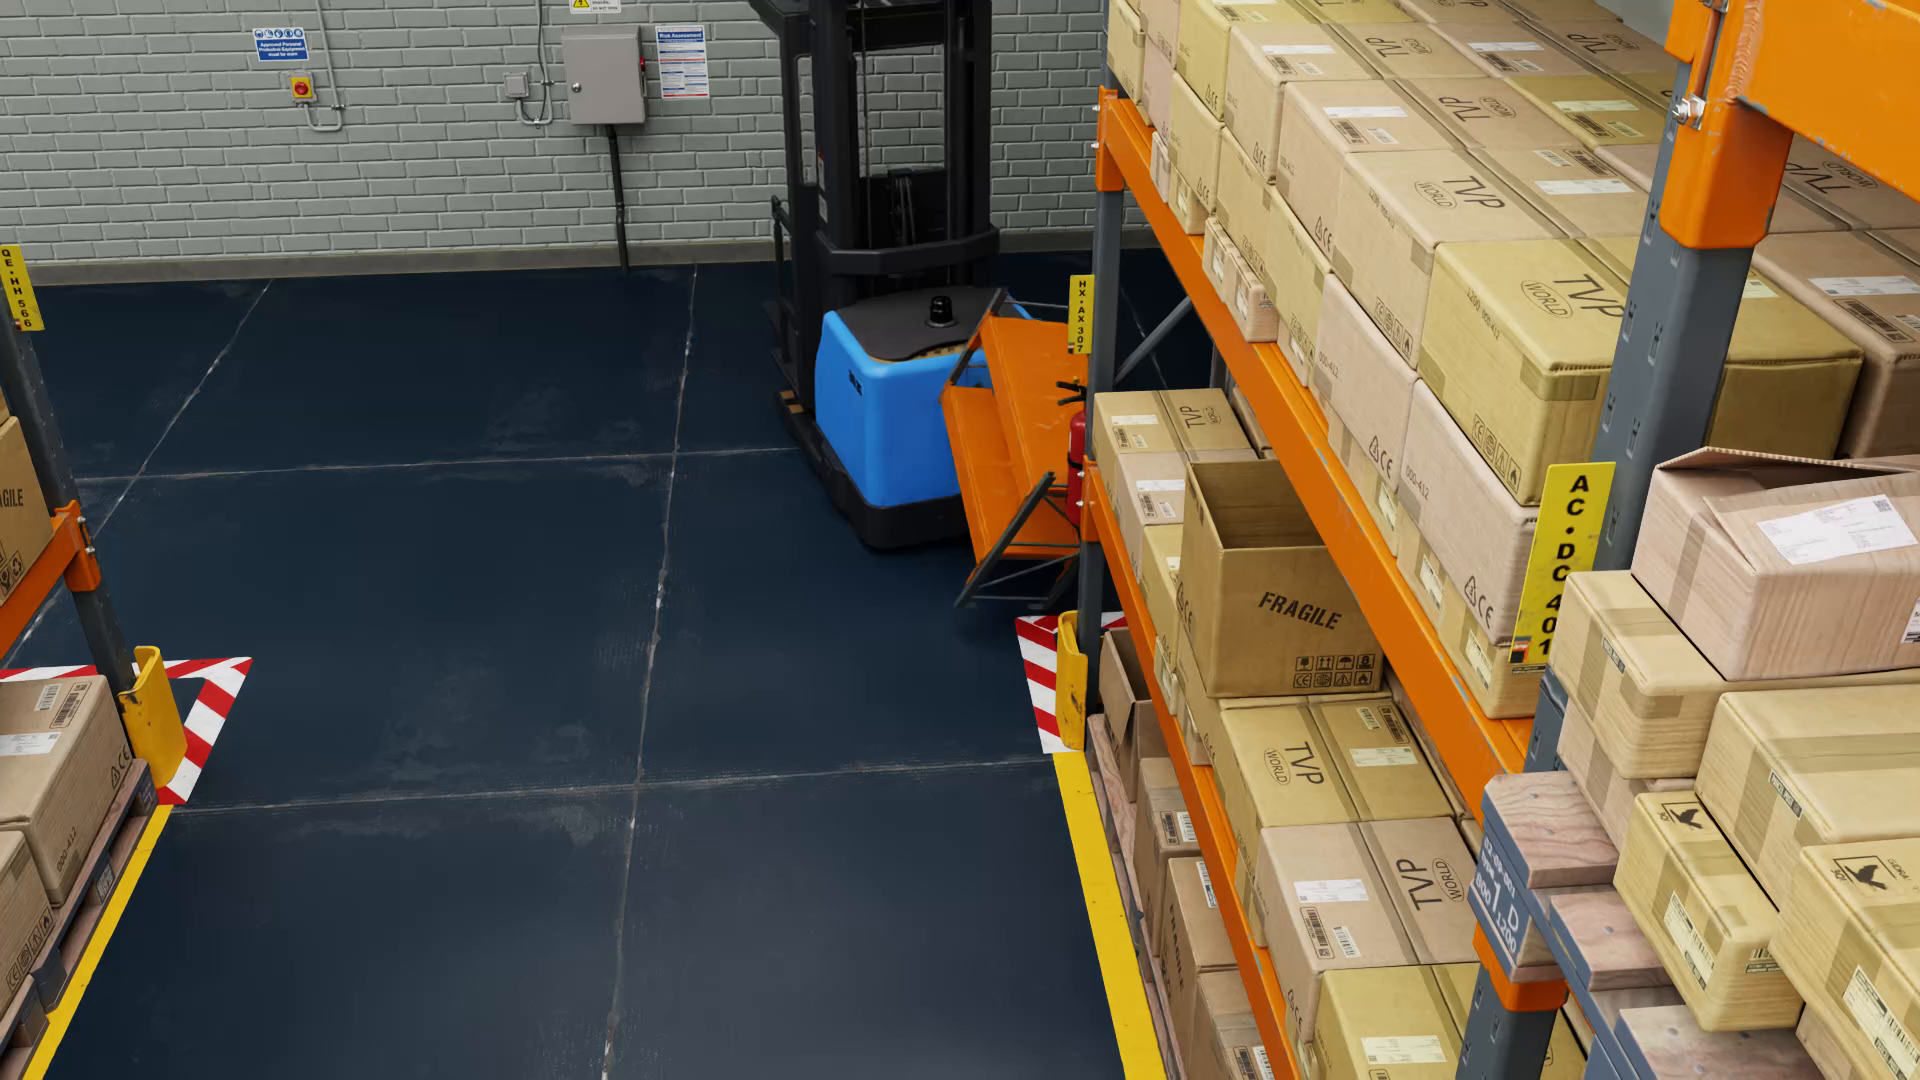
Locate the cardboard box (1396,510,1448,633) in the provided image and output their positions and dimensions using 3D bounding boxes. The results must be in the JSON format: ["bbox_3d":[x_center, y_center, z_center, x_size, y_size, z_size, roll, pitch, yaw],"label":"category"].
[{"bbox_3d":[1.038,0.042,3.074,0.380,0.149,0.250,-3,31,-5],"label":"cardboard box"}]

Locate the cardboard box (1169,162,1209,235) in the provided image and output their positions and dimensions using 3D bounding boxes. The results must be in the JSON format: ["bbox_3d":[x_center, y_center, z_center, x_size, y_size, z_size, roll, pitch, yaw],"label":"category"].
[{"bbox_3d":[0.820,-1.002,4.822,0.380,0.149,0.250,-3,31,-5],"label":"cardboard box"}]

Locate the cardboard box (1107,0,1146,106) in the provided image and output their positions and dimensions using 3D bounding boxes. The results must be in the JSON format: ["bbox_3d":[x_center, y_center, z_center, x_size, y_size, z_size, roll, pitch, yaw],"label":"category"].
[{"bbox_3d":[0.781,-1.637,5.497,0.500,0.250,0.500,-3,31,-5],"label":"cardboard box"}]

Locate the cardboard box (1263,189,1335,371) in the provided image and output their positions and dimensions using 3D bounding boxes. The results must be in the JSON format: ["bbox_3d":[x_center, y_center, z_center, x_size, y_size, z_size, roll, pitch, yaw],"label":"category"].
[{"bbox_3d":[0.996,-0.596,3.753,0.500,0.250,0.500,-2,31,-4],"label":"cardboard box"}]

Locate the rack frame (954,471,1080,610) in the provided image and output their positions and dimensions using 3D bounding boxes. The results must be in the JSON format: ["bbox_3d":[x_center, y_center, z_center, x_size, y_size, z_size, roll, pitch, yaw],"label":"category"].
[{"bbox_3d":[0.402,0.023,7.627,0.500,1.125,0.032,2,57,-23],"label":"rack frame"}]

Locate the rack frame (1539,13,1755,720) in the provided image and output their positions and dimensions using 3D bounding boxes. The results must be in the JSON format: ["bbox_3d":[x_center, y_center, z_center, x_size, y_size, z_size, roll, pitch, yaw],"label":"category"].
[{"bbox_3d":[1.385,-1.059,1.748,1.000,3.000,0.127,-3,31,-5],"label":"rack frame"}]

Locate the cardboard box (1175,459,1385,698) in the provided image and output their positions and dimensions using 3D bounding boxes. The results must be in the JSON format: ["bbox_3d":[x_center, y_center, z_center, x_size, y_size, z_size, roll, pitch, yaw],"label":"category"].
[{"bbox_3d":[0.926,0.099,4.783,0.500,0.500,0.500,-2,31,-3],"label":"cardboard box"}]

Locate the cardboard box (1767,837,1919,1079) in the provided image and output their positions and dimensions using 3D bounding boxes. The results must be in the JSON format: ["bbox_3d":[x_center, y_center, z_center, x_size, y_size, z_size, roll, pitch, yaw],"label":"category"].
[{"bbox_3d":[1.054,0.424,1.639,0.380,0.149,0.250,-3,31,-6],"label":"cardboard box"}]

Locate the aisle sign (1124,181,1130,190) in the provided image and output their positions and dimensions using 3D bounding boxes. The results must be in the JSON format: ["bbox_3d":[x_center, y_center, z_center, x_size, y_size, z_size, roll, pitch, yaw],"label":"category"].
[{"bbox_3d":[0.713,-1.662,6.073,0.394,0.787,0.004,-3,31,-5],"label":"aisle sign"}]

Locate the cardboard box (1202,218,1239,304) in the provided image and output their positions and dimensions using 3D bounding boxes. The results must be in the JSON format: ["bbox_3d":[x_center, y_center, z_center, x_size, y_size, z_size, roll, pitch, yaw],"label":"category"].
[{"bbox_3d":[0.857,-0.744,4.391,0.380,0.149,0.250,-3,31,-4],"label":"cardboard box"}]

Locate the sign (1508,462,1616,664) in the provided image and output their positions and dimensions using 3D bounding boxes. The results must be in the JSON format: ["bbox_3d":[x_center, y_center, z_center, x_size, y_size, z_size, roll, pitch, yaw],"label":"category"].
[{"bbox_3d":[0.846,0.037,2.334,0.100,0.325,0.005,-3,31,-5],"label":"sign"}]

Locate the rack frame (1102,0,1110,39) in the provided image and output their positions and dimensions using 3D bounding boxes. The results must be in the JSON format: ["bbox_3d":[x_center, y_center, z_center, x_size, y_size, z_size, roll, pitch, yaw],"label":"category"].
[{"bbox_3d":[1.012,-3.101,5.167,1.000,3.000,0.127,-3,31,-5],"label":"rack frame"}]

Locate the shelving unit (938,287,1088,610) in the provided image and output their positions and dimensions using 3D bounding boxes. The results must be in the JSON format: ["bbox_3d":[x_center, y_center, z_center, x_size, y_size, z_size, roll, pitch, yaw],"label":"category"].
[{"bbox_3d":[0.307,-0.408,7.879,0.538,1.125,1.048,2,57,-23],"label":"shelving unit"}]

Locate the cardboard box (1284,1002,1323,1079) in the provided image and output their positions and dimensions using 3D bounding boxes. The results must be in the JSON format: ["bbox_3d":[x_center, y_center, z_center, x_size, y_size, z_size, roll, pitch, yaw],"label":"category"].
[{"bbox_3d":[1.010,1.210,4.044,0.380,0.149,0.250,-2,31,-3],"label":"cardboard box"}]

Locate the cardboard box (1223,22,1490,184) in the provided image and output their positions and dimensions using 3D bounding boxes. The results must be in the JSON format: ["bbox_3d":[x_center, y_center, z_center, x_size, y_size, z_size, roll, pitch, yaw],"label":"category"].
[{"bbox_3d":[0.950,-1.077,4.071,0.500,0.250,0.500,-2,31,-3],"label":"cardboard box"}]

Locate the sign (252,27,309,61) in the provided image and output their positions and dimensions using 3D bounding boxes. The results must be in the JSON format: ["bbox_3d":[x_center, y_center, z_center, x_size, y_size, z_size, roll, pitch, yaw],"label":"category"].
[{"bbox_3d":[-4.534,-3.309,11.101,0.327,0.218,0.001,-3,31,-5],"label":"sign"}]

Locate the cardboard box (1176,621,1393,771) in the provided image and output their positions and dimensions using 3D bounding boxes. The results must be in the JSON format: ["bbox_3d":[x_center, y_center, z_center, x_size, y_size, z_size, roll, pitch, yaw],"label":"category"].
[{"bbox_3d":[0.953,0.432,4.958,0.500,0.250,0.500,-4,31,-6],"label":"cardboard box"}]

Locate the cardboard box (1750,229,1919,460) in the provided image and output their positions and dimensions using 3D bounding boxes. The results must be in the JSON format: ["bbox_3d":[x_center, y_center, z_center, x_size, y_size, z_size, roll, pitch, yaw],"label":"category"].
[{"bbox_3d":[1.622,-0.316,2.797,0.500,0.250,0.500,-3,31,-5],"label":"cardboard box"}]

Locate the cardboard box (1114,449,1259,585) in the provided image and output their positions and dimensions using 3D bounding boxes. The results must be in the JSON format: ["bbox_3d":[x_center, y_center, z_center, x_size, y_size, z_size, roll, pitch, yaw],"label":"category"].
[{"bbox_3d":[0.833,-0.087,5.827,0.500,0.250,0.500,-2,31,-4],"label":"cardboard box"}]

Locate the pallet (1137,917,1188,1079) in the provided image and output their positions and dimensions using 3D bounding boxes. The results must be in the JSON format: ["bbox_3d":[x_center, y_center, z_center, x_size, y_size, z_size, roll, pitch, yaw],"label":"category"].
[{"bbox_3d":[1.205,1.739,5.633,1.003,0.211,1.213,-3,31,-5],"label":"pallet"}]

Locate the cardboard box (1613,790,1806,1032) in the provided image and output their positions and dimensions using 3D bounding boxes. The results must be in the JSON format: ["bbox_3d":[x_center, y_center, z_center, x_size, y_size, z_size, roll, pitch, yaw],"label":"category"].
[{"bbox_3d":[1.007,0.419,1.937,0.380,0.149,0.250,-2,31,-4],"label":"cardboard box"}]

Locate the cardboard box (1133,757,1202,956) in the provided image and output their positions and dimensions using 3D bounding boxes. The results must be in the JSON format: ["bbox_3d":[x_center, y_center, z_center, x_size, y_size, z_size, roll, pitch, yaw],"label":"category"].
[{"bbox_3d":[1.016,1.122,5.974,0.700,0.500,0.500,-2,31,-3],"label":"cardboard box"}]

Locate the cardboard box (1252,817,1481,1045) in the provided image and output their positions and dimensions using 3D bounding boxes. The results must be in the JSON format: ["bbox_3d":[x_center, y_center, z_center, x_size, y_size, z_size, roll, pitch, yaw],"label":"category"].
[{"bbox_3d":[1.033,0.950,4.091,0.500,0.250,0.500,-3,31,-4],"label":"cardboard box"}]

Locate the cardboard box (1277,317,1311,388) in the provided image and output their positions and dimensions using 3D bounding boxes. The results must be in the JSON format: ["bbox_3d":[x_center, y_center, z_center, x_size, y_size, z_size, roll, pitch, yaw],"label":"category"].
[{"bbox_3d":[0.978,-0.487,3.961,0.380,0.149,0.250,-2,31,-4],"label":"cardboard box"}]

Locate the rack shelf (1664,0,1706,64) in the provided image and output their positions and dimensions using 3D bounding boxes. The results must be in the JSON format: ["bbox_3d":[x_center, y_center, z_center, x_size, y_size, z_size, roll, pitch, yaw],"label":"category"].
[{"bbox_3d":[1.199,-1.770,3.642,1.077,0.370,4.000,-3,31,-5],"label":"rack shelf"}]

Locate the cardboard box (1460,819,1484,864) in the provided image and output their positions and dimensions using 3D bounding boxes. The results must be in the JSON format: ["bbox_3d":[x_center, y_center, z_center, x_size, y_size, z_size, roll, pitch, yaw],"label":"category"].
[{"bbox_3d":[1.554,0.932,4.121,0.500,0.250,0.500,-3,31,-5],"label":"cardboard box"}]

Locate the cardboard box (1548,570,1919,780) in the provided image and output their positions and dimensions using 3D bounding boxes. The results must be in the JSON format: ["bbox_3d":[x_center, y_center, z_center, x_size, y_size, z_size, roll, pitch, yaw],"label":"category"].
[{"bbox_3d":[0.977,0.159,2.081,0.380,0.149,0.250,-2,31,-3],"label":"cardboard box"}]

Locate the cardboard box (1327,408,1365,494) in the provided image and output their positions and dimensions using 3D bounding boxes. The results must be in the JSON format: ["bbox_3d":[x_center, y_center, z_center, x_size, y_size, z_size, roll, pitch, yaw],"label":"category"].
[{"bbox_3d":[1.003,-0.221,3.515,0.380,0.149,0.250,-3,31,-5],"label":"cardboard box"}]

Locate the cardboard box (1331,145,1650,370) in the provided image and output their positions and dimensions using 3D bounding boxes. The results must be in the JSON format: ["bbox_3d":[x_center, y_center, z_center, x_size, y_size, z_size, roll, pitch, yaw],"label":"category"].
[{"bbox_3d":[1.043,-0.554,3.196,0.500,0.250,0.500,-3,31,-5],"label":"cardboard box"}]

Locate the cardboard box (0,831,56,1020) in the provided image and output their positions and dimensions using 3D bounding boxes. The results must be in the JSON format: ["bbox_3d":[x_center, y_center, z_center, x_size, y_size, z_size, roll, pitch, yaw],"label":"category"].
[{"bbox_3d":[-3.675,1.433,5.515,0.875,0.438,0.875,-2,31,-3],"label":"cardboard box"}]

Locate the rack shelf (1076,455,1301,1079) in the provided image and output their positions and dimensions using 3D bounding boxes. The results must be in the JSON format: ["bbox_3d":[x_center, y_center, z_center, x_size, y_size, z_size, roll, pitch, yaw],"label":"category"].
[{"bbox_3d":[1.199,0.804,5.180,1.077,0.370,4.000,-3,31,-5],"label":"rack shelf"}]

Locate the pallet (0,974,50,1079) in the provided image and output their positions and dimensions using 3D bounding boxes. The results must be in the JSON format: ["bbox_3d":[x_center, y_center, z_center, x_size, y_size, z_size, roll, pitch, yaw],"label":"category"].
[{"bbox_3d":[-3.666,1.937,5.301,1.003,0.211,1.213,-3,31,-5],"label":"pallet"}]

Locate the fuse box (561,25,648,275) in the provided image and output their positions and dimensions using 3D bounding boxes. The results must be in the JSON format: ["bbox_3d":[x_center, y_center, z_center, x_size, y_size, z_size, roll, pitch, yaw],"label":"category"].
[{"bbox_3d":[-2.375,-2.637,11.496,0.539,1.711,0.414,-3,31,-5],"label":"fuse box"}]

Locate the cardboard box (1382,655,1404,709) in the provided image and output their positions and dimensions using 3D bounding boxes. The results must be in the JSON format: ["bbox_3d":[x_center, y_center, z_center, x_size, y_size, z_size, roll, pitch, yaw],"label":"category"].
[{"bbox_3d":[1.456,0.416,4.984,0.500,0.250,0.500,-3,31,-5],"label":"cardboard box"}]

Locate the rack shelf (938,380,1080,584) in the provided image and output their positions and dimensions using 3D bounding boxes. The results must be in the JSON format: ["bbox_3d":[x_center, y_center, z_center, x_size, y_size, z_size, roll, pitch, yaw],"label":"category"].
[{"bbox_3d":[0.221,-0.279,8.068,0.538,0.278,1.000,2,57,-23],"label":"rack shelf"}]

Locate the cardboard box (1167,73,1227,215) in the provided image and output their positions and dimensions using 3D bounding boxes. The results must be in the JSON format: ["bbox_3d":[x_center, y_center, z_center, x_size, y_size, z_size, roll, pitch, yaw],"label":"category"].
[{"bbox_3d":[0.884,-1.117,4.625,0.500,0.250,0.500,-4,31,-6],"label":"cardboard box"}]

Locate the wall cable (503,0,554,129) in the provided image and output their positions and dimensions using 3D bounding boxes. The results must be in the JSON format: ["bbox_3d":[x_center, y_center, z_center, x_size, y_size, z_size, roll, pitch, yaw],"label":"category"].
[{"bbox_3d":[-3.069,-3.674,10.985,0.588,1.984,0.122,-3,31,-5],"label":"wall cable"}]

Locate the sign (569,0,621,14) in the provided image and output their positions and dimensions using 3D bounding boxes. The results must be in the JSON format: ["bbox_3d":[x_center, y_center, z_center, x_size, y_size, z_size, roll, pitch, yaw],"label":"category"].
[{"bbox_3d":[-2.449,-3.647,11.126,0.339,0.242,0.001,-3,31,-5],"label":"sign"}]

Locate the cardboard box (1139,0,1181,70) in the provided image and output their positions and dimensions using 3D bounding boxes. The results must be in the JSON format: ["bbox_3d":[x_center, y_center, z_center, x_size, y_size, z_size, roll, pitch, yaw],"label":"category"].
[{"bbox_3d":[0.832,-1.592,4.934,0.500,0.250,0.500,-3,31,-5],"label":"cardboard box"}]

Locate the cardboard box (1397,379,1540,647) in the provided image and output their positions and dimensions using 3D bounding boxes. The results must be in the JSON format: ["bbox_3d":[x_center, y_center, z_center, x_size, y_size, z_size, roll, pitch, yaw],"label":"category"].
[{"bbox_3d":[1.091,-0.069,2.871,0.500,0.250,0.500,-3,31,-4],"label":"cardboard box"}]

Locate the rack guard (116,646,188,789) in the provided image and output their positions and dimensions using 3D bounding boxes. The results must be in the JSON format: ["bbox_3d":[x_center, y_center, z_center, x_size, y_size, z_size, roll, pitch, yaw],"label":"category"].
[{"bbox_3d":[-3.932,0.775,6.965,1.175,0.500,0.348,-3,31,-5],"label":"rack guard"}]

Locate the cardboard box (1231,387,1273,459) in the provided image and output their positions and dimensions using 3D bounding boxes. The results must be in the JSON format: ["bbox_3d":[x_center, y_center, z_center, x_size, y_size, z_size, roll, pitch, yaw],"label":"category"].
[{"bbox_3d":[1.319,-0.367,6.295,0.500,0.250,0.500,-2,31,-3],"label":"cardboard box"}]

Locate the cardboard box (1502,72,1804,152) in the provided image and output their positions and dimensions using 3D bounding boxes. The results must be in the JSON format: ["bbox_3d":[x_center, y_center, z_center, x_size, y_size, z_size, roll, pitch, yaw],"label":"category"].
[{"bbox_3d":[1.511,-0.839,3.672,0.500,0.250,0.500,-3,31,-5],"label":"cardboard box"}]

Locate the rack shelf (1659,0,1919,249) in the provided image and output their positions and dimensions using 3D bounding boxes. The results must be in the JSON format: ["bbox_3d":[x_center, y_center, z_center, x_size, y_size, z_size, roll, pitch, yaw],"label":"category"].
[{"bbox_3d":[1.572,0.443,0.325,1.077,0.370,4.000,-3,31,-5],"label":"rack shelf"}]

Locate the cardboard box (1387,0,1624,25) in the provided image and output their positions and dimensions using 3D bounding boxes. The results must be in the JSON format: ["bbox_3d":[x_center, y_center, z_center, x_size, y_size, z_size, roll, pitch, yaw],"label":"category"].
[{"bbox_3d":[1.438,-1.350,4.528,0.500,0.250,0.500,-2,31,-4],"label":"cardboard box"}]

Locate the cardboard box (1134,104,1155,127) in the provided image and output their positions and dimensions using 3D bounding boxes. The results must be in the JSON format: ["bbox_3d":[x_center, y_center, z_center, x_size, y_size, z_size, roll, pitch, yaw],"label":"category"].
[{"bbox_3d":[0.810,-1.532,5.709,0.380,0.149,0.250,-2,31,-4],"label":"cardboard box"}]

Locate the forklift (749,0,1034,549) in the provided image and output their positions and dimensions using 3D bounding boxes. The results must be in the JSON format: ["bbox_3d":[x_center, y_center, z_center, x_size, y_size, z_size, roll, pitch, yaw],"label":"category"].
[{"bbox_3d":[-0.473,-1.958,9.170,1.130,2.935,3.031,-10,32,-17],"label":"forklift"}]

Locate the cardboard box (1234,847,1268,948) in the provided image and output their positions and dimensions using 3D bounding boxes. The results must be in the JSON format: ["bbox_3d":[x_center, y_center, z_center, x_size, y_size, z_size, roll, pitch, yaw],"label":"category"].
[{"bbox_3d":[0.961,0.946,4.486,0.380,0.149,0.250,-3,31,-5],"label":"cardboard box"}]

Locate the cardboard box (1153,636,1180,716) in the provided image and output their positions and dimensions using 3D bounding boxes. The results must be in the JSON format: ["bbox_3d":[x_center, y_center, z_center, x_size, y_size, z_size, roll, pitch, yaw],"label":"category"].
[{"bbox_3d":[0.840,0.423,5.361,0.380,0.149,0.250,-4,31,-6],"label":"cardboard box"}]

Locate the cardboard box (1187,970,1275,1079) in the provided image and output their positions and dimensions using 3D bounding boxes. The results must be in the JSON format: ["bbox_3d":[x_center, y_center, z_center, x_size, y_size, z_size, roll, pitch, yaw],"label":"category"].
[{"bbox_3d":[1.113,1.652,5.087,0.700,0.500,0.500,-4,31,-6],"label":"cardboard box"}]

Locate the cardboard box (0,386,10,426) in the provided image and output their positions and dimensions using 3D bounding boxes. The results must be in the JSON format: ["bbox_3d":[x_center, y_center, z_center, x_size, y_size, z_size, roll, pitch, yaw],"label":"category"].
[{"bbox_3d":[-3.648,-0.523,5.629,0.500,0.500,0.500,-2,31,-3],"label":"cardboard box"}]

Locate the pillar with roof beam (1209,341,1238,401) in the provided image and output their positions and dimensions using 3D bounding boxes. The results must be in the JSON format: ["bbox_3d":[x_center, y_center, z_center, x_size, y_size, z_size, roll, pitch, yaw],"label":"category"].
[{"bbox_3d":[-2.629,-4.315,7.198,9.100,9.000,0.400,-3,31,-5],"label":"pillar with roof beam"}]
